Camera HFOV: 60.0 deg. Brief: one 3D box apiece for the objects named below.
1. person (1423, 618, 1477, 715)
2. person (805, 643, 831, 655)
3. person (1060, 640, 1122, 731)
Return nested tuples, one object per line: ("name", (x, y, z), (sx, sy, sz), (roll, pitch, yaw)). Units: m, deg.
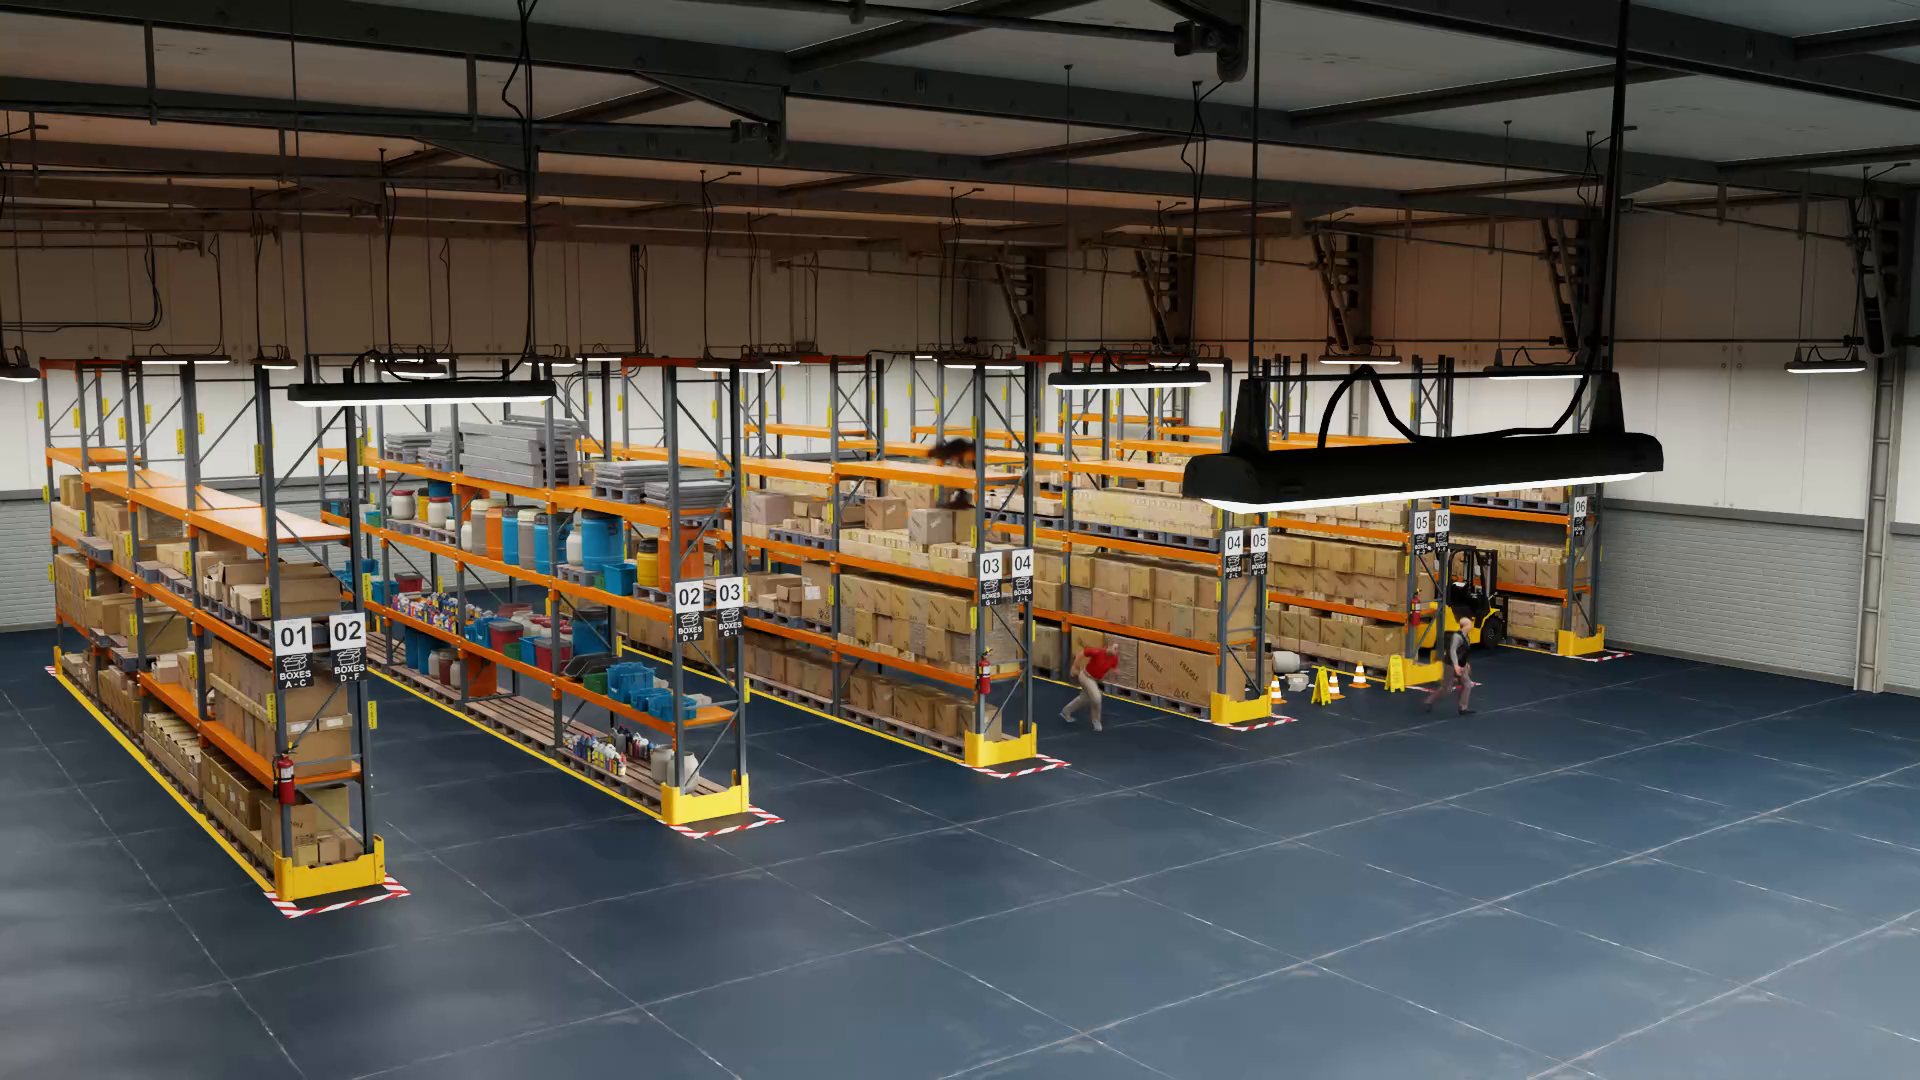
("person", (8.358, 2.134, 28.239), (0.833, 1.667, 0.715), (5, 8, 33))
("person", (-2.703, 1.569, 32.888), (1.046, 1.716, 0.743), (6, 9, 42))
("person", (2.155, 2.345, 27.277), (1.175, 1.532, 0.656), (7, 9, 43))
